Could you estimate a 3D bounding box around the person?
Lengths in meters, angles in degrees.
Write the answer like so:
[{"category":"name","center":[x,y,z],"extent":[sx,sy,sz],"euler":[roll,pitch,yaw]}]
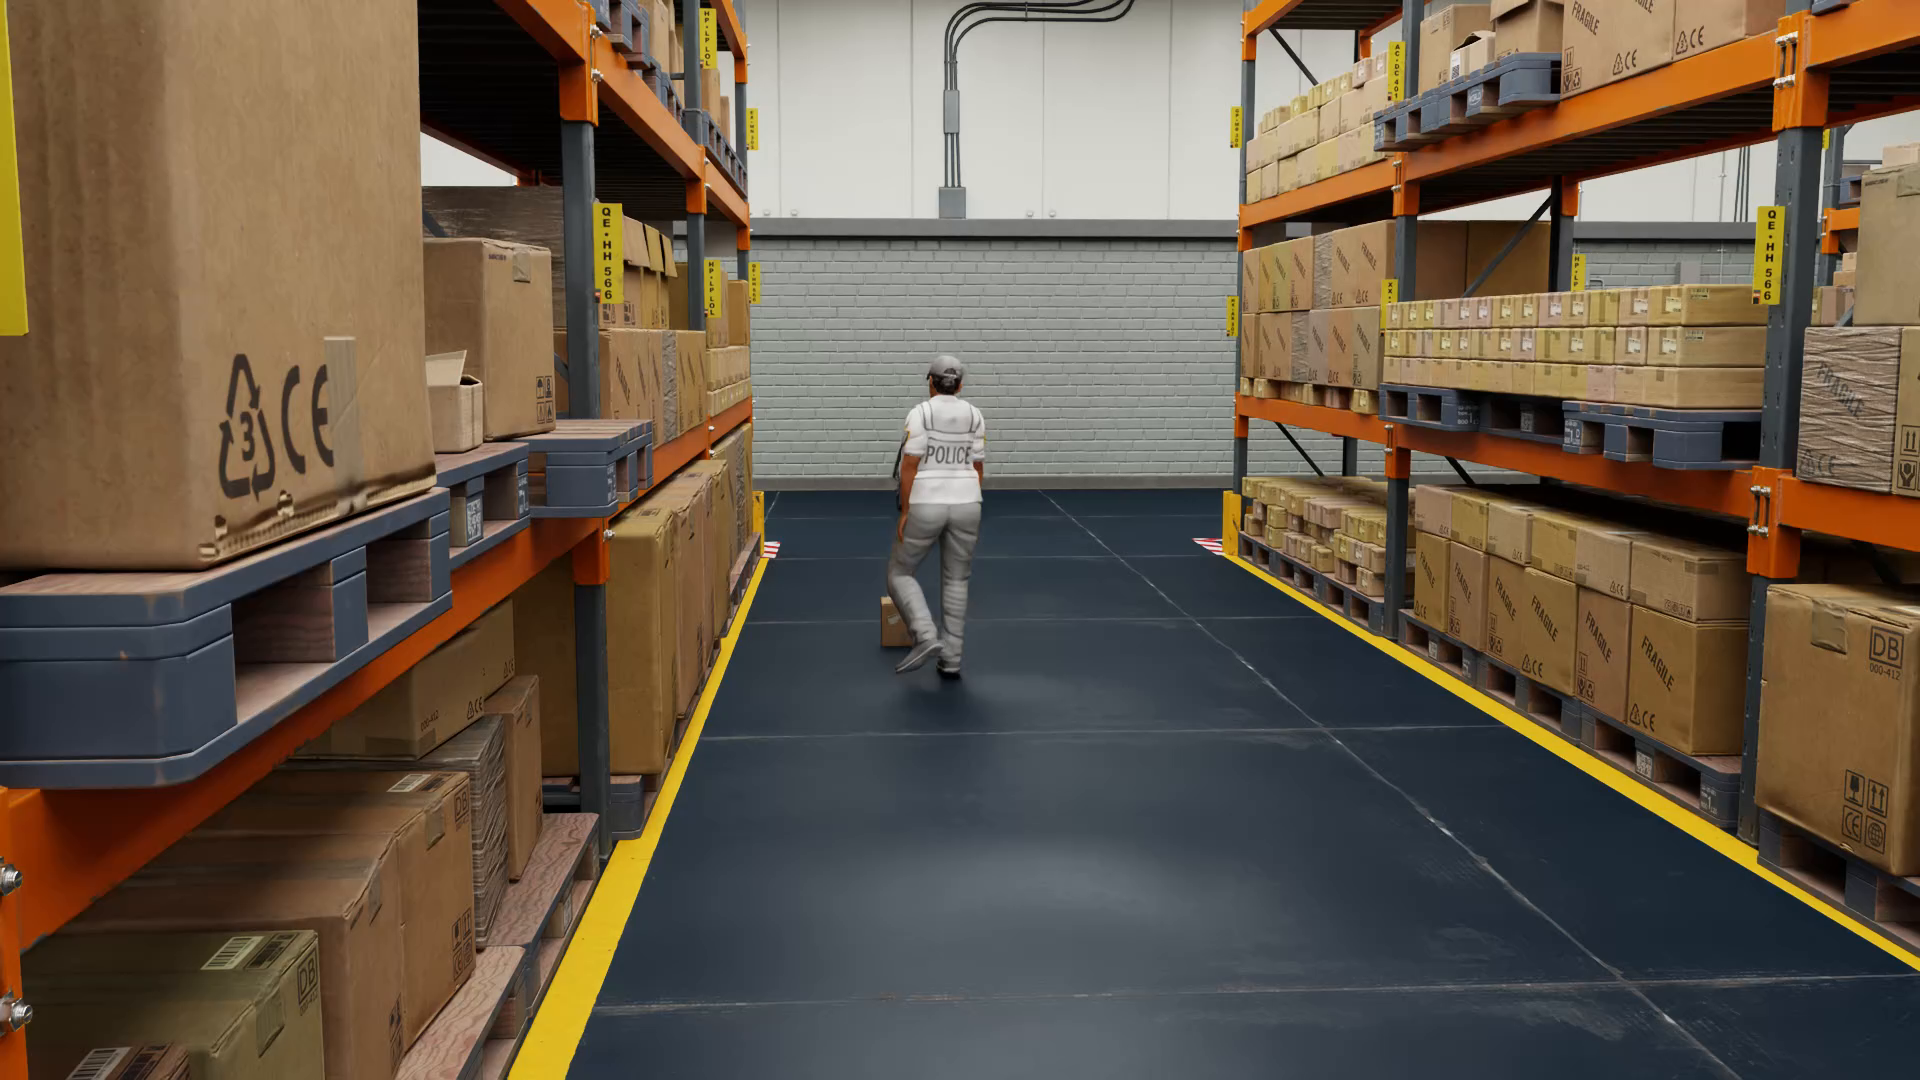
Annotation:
[{"category":"person","center":[-0.110,-0.129,8.644],"extent":[0.535,1.654,0.493],"euler":[-3,7,-20]}]
